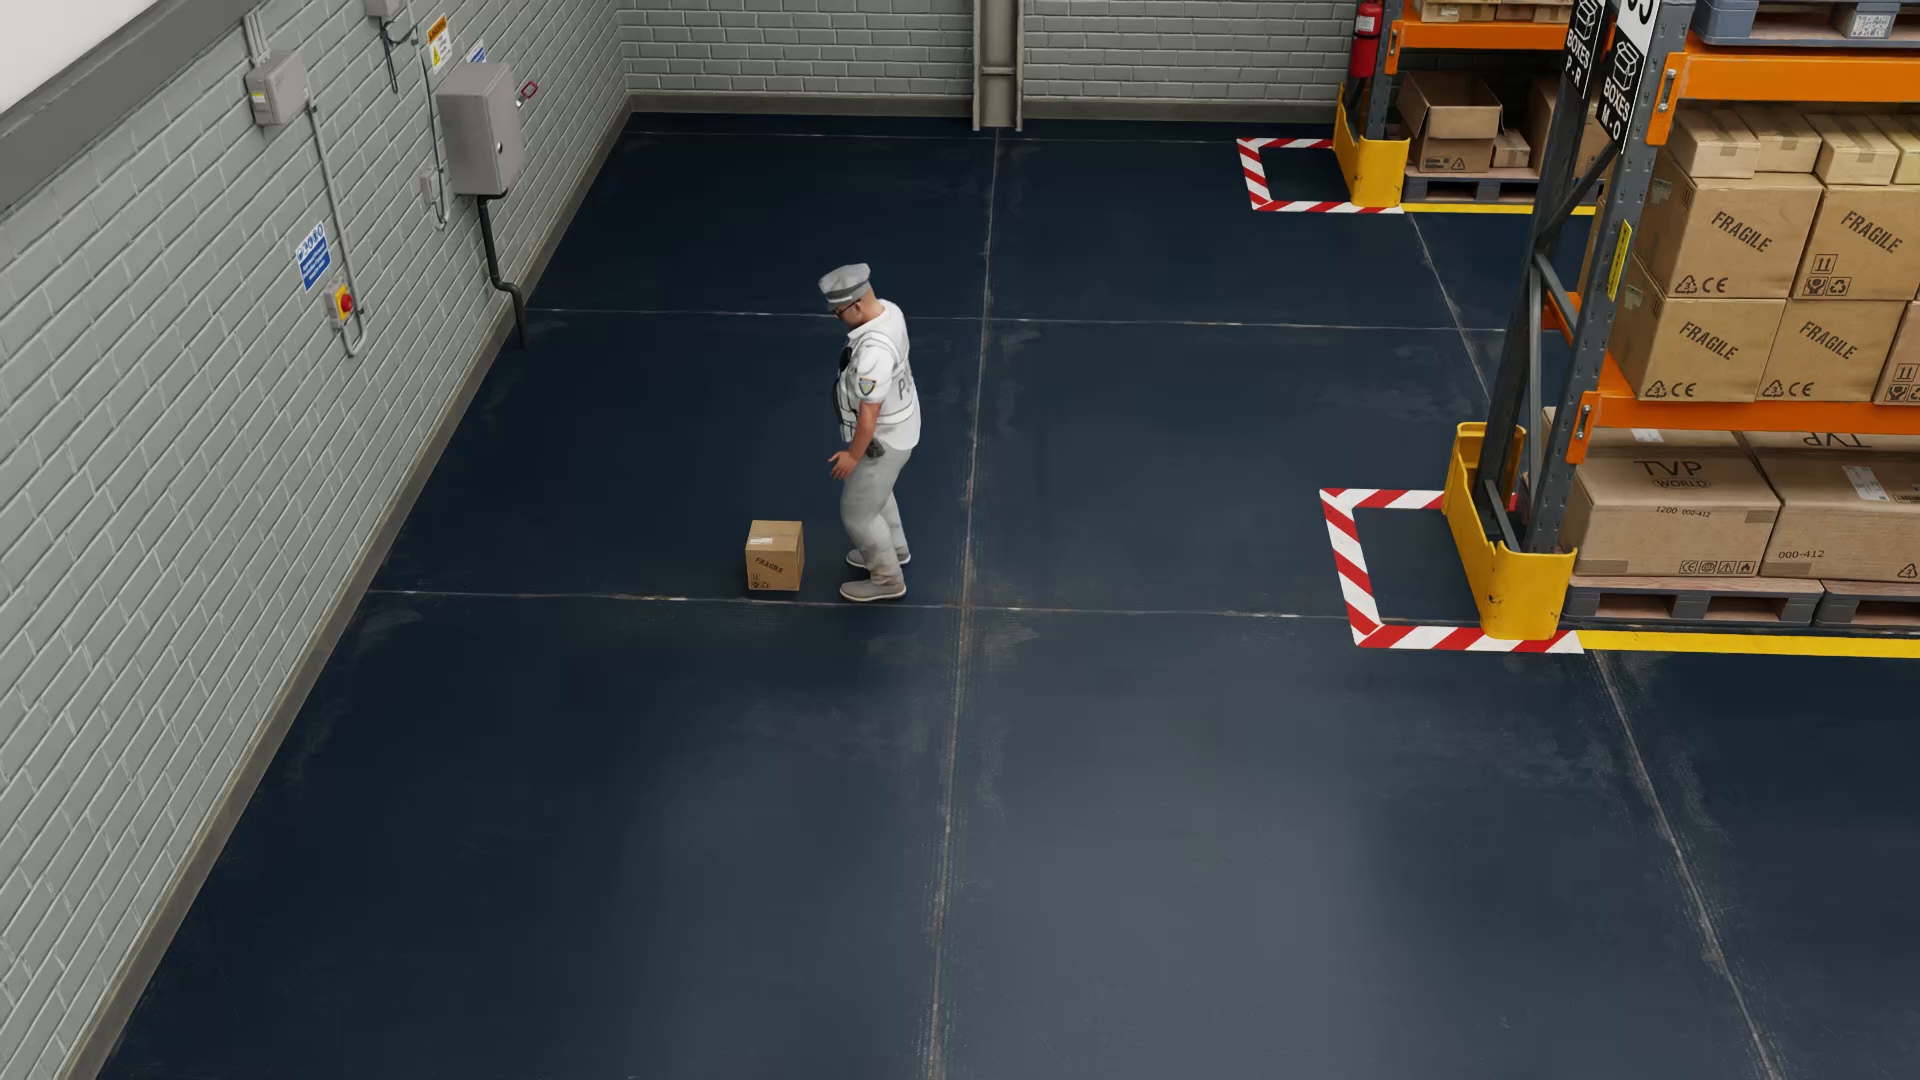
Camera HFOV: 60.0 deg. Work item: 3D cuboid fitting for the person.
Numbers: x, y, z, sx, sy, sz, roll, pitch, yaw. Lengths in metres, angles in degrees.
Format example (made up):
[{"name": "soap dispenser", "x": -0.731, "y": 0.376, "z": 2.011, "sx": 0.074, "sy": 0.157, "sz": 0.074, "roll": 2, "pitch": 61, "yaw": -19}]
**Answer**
[{"name": "person", "x": -0.409, "y": -0.490, "z": 7.835, "sx": 0.440, "sy": 1.722, "sz": 0.547, "roll": 2, "pitch": 36, "yaw": 3}]
